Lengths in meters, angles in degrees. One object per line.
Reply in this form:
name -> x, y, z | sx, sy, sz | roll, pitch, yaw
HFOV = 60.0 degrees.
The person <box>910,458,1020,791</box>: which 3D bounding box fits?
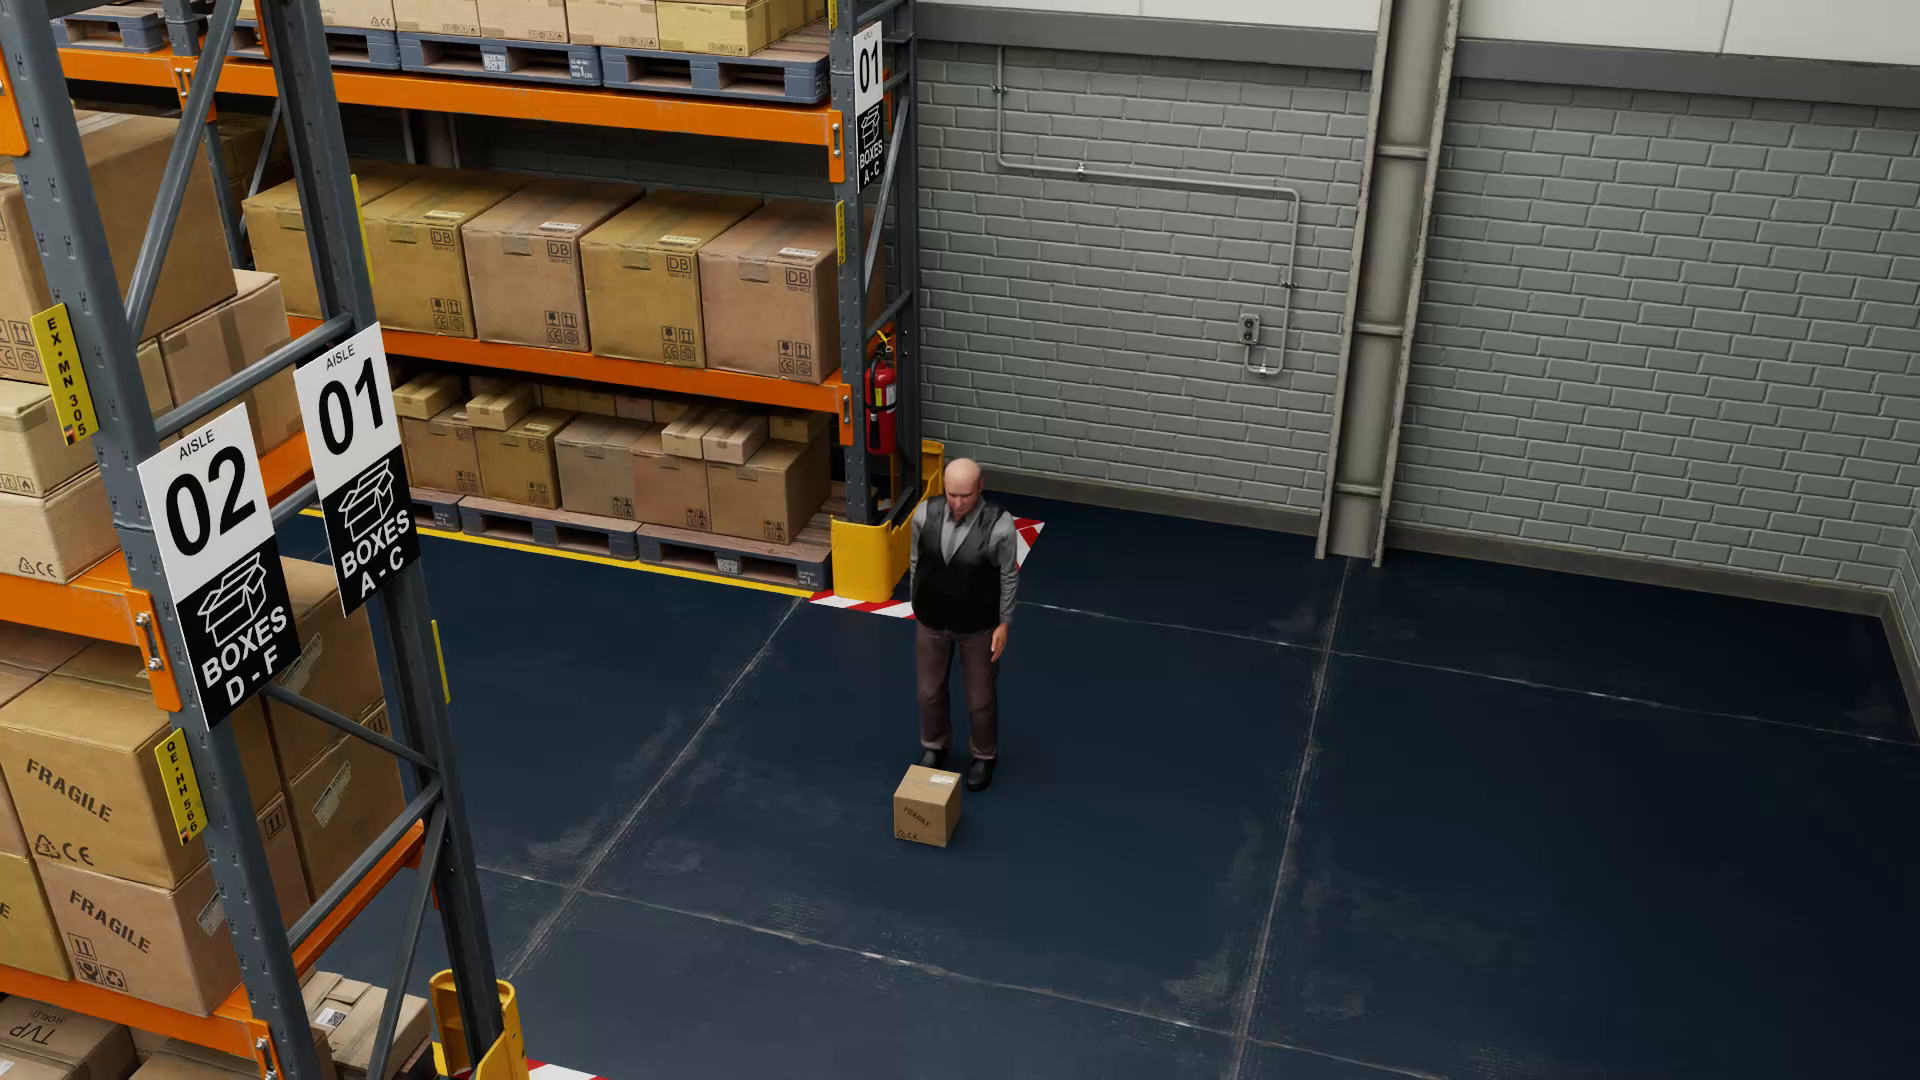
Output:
person -> 0.013, 0.388, 7.848 | 0.534, 1.712, 0.356 | 9, 30, 16
